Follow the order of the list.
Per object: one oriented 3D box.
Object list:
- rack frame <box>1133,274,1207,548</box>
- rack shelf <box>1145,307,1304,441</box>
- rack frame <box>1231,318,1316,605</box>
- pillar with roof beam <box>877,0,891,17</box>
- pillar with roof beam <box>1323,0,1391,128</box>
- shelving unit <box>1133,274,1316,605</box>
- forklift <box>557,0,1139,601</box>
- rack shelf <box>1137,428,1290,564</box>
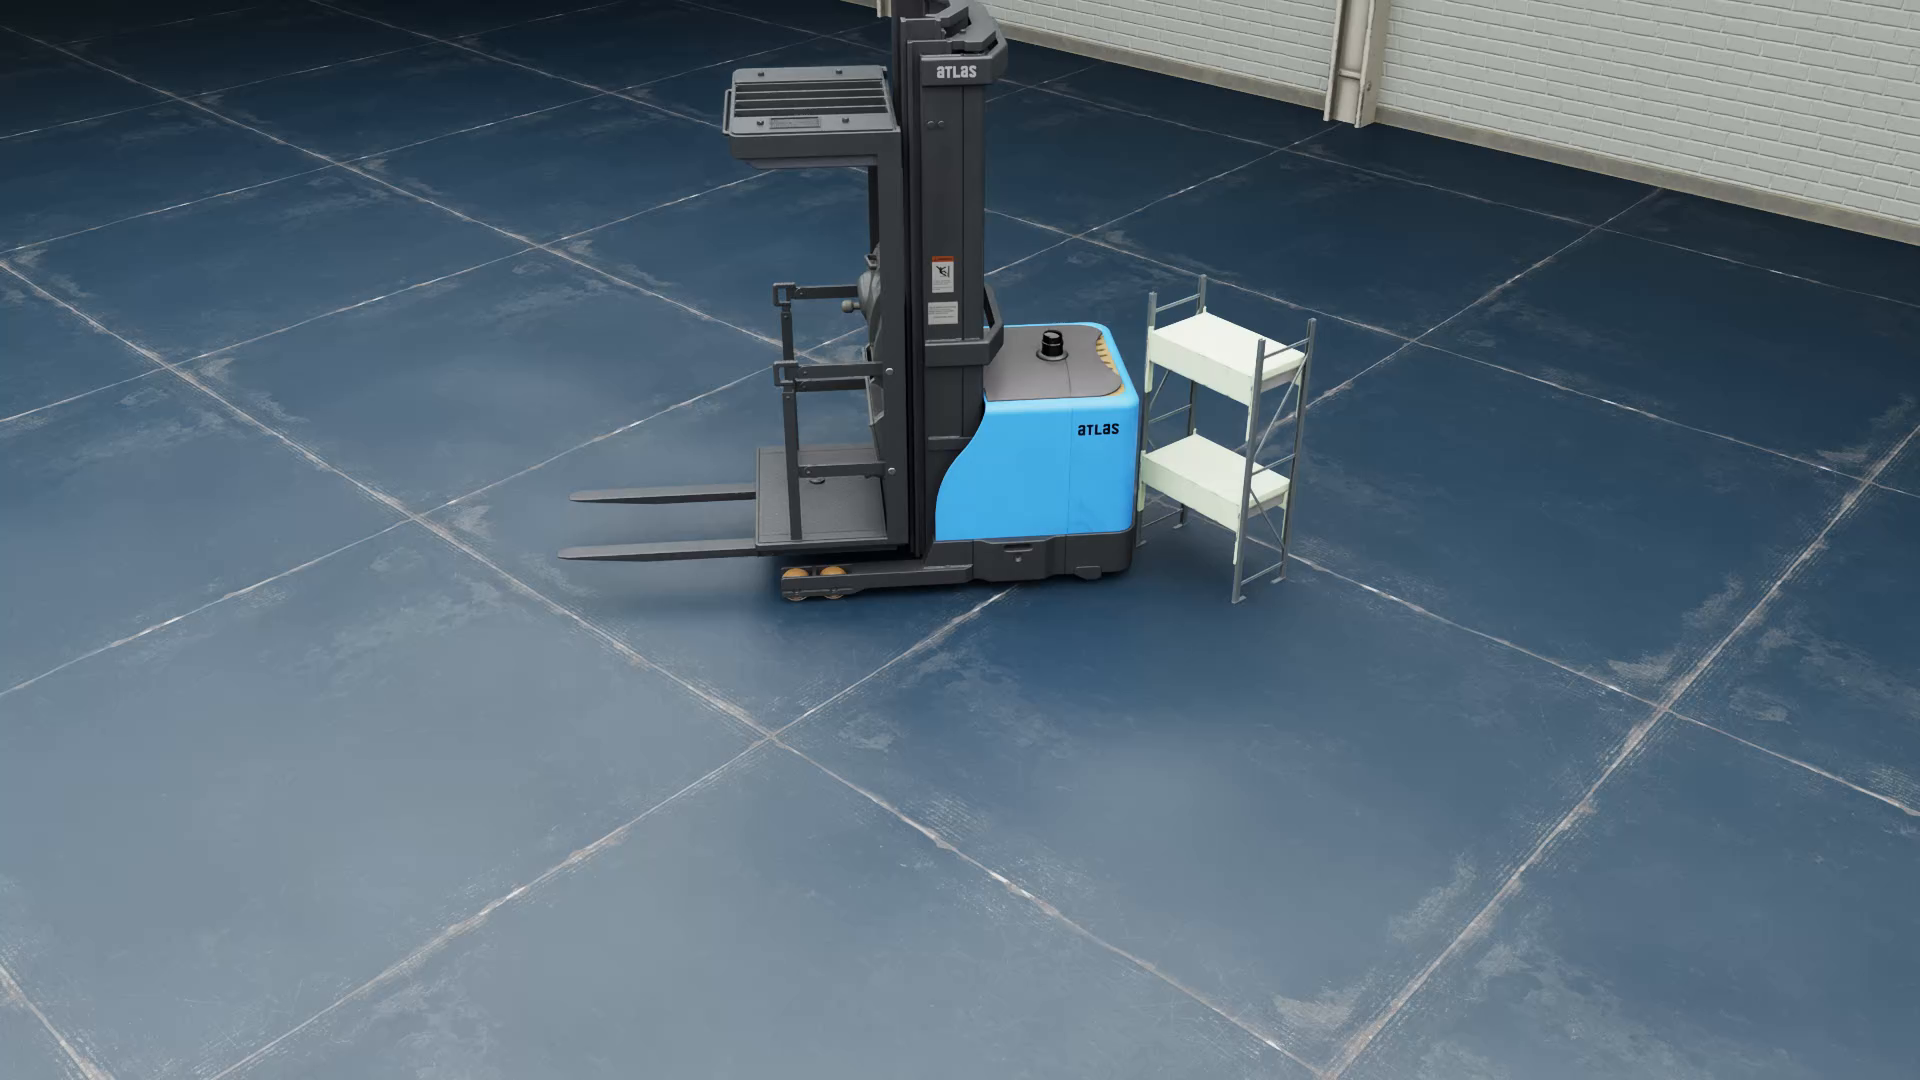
[{"bbox_3d":[1.118,-0.667,8.904,0.400,1.500,0.023,-23,38,-33],"label":"rack frame"},{"bbox_3d":[1.350,-0.855,8.460,0.431,0.370,0.720,-23,38,-33],"label":"rack shelf"},{"bbox_3d":[1.582,-0.375,8.419,0.400,1.500,0.023,-23,38,-33],"label":"rack frame"},{"bbox_3d":[-3.609,-8.304,14.319,0.400,9.000,9.100,25,39,35],"label":"pillar with roof beam"},{"bbox_3d":[0.840,-6.227,10.869,0.400,9.000,9.100,25,39,35],"label":"pillar with roof beam"},{"bbox_3d":[1.350,-0.521,8.661,0.431,1.500,0.755,-23,38,-33],"label":"shelving unit"},{"bbox_3d":[-0.627,-1.224,8.441,3.031,2.935,1.130,-3,31,-5],"label":"forklift"},{"bbox_3d":[1.350,-0.242,8.830,0.431,0.370,0.720,-23,38,-33],"label":"rack shelf"}]
